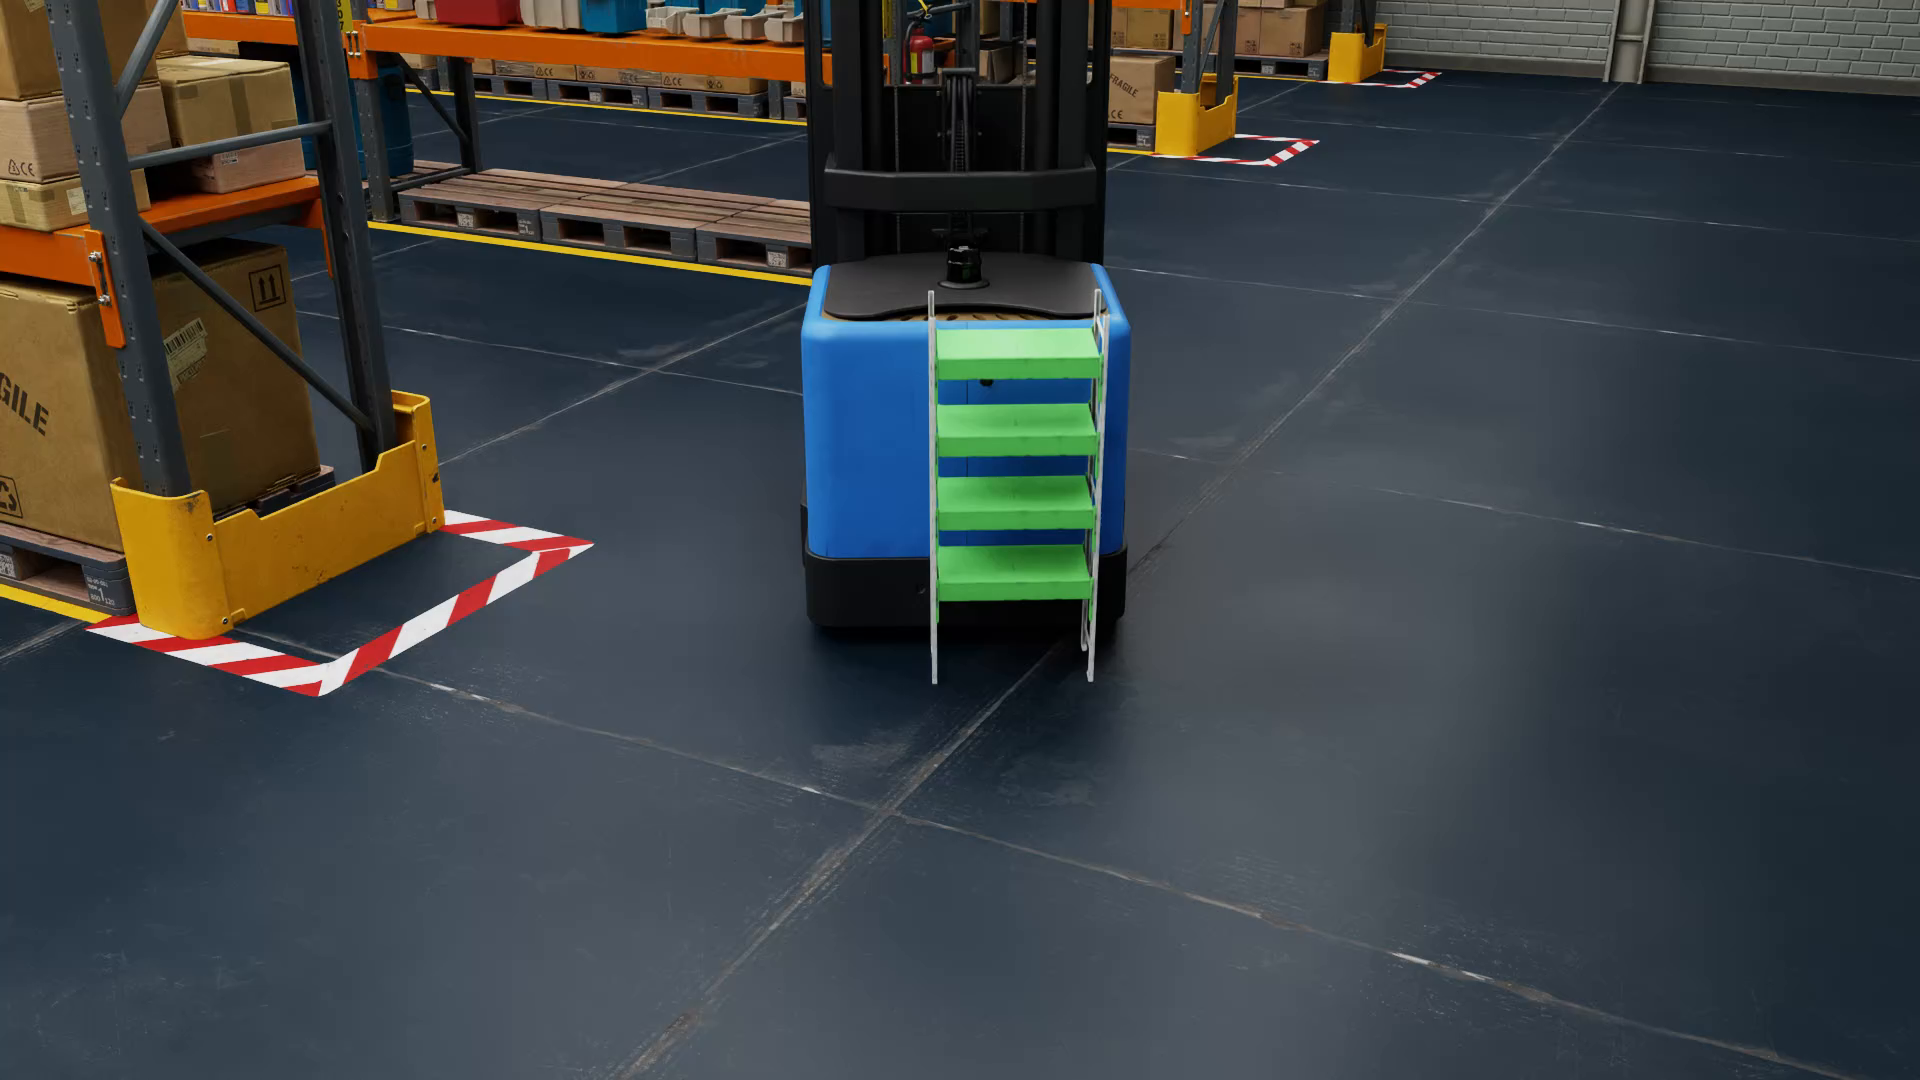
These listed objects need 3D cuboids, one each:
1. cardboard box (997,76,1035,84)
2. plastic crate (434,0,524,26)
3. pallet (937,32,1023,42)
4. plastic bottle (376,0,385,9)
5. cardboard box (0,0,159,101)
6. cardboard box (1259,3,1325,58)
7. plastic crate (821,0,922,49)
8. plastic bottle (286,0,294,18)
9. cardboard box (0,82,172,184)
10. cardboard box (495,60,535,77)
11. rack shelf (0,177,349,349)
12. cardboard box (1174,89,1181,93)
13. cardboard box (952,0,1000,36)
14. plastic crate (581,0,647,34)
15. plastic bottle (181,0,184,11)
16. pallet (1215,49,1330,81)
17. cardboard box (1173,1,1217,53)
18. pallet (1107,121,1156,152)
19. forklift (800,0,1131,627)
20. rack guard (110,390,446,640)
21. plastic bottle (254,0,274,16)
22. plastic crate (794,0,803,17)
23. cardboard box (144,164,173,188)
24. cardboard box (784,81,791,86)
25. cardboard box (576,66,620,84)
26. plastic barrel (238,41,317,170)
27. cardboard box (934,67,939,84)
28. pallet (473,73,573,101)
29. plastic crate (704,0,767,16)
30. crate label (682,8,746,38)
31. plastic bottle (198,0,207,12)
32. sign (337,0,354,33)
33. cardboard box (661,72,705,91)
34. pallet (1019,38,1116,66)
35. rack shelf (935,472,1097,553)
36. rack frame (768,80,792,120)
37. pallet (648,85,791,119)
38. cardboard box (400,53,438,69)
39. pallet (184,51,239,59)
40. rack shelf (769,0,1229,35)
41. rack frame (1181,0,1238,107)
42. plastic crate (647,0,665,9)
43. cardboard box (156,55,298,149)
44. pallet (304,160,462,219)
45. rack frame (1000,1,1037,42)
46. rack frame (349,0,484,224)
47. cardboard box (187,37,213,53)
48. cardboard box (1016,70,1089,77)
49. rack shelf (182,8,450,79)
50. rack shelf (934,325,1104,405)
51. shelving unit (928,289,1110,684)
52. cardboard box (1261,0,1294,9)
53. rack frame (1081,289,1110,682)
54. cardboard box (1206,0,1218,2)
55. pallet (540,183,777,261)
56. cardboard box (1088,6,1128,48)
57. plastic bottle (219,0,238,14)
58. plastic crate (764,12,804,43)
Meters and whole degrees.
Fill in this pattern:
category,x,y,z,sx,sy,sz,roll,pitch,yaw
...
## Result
category,x,y,z,sx,sy,sz,roll,pitch,yaw
cardboard box,0.649,-3.864,14.454,0.500,0.250,0.500,11,25,25
plastic crate,-3.045,-3.528,10.553,0.583,0.464,0.402,11,25,25
pallet,0.019,-6.002,20.095,1.213,0.211,1.003,11,25,25
plastic bottle,-4.093,-3.876,11.784,0.097,0.201,0.097,0,23,0
cardboard box,-2.947,-1.687,5.237,0.500,0.500,0.500,12,26,25
cardboard box,3.641,-5.601,18.245,0.500,0.500,0.700,11,25,25
plastic crate,-0.542,-3.047,9.461,0.499,0.435,0.616,11,25,25
plastic bottle,-4.453,-3.644,11.134,0.133,0.283,0.061,11,25,25
cardboard box,-2.946,-1.340,5.380,0.500,0.250,0.500,11,25,24
cardboard box,-4.313,-4.933,16.648,0.500,0.500,0.500,10,25,23
rack shelf,-4.178,-1.302,6.397,4.000,0.370,1.077,11,25,25
cardboard box,1.861,-3.823,14.488,0.250,0.149,0.380,11,25,25
cardboard box,0.103,-6.449,19.792,0.750,0.750,0.750,12,26,25
plastic crate,-2.107,-3.233,10.157,0.300,0.233,0.416,11,25,25
plastic bottle,-5.445,-3.810,11.630,0.097,0.201,0.097,0,23,0
pallet,3.562,-5.300,18.443,1.213,0.211,1.003,11,25,25
cardboard box,2.746,-5.778,18.661,0.500,0.500,0.700,10,25,23
pallet,1.300,-3.609,14.467,1.213,0.211,1.003,11,25,25
forklift,-0.016,-1.595,6.256,1.130,2.935,3.031,-1,23,-1
rack guard,-2.372,-0.125,5.905,0.348,0.500,1.175,11,25,25
plastic bottle,-4.696,-3.741,11.277,0.185,0.351,0.144,11,25,25
plastic crate,-0.818,-3.235,10.161,0.300,0.233,0.416,11,25,25
cardboard box,-2.791,-1.387,5.999,0.250,0.149,0.380,11,25,24
cardboard box,-1.812,-4.668,16.025,0.500,0.500,0.500,10,25,22
cardboard box,-3.399,-4.752,16.223,0.500,0.500,0.500,10,25,23
plastic barrel,-4.838,-3.170,12.017,0.708,0.901,0.600,11,25,25
cardboard box,-0.184,-4.276,15.346,0.500,0.311,0.500,11,25,25
pallet,-4.411,-4.723,17.086,1.213,0.211,1.003,11,25,25
plastic crate,-1.406,-3.351,10.434,0.300,0.233,0.416,11,25,25
crate label,-1.480,-3.093,9.951,0.243,0.136,0.396,11,25,25
plastic bottle,-5.238,-3.769,11.534,0.097,0.201,0.097,0,23,0
sign,-2.138,-1.907,5.694,0.005,0.325,0.100,11,25,25
cardboard box,-2.497,-4.574,15.806,0.500,0.500,0.500,11,26,25
pallet,1.385,-5.731,19.456,1.213,0.211,1.003,11,25,25
rack shelf,0.162,-0.085,5.058,0.480,0.148,0.258,-1,27,-2
rack frame,-1.490,-5.445,15.221,0.127,3.000,1.000,11,25,25
pallet,-2.233,-4.292,16.073,1.213,0.211,1.003,11,25,25
cardboard box,-5.639,-5.087,17.356,0.500,0.250,0.500,12,26,26
pallet,-7.954,-5.458,18.814,1.213,0.211,1.003,11,25,25
rack shelf,0.295,-4.761,14.531,4.000,0.370,1.077,11,25,25
rack frame,2.080,-4.739,13.560,0.127,3.000,1.000,11,25,25
plastic crate,-2.039,-3.419,10.718,0.466,0.136,0.293,11,25,25
cardboard box,-2.700,-1.526,5.818,0.500,0.250,0.500,10,25,23
pallet,-4.398,-2.583,12.055,1.213,0.211,1.003,11,25,25
rack frame,0.742,-7.176,19.290,0.127,3.000,1.000,11,25,25
rack frame,-3.728,-3.716,11.154,0.127,3.000,1.000,11,25,25
cardboard box,-8.381,-5.628,18.627,0.500,0.250,0.500,11,25,23
cardboard box,0.830,-4.047,14.886,0.500,0.250,0.500,11,25,25
rack shelf,-5.513,-3.738,12.126,4.000,0.370,1.077,11,25,25
rack shelf,0.163,-0.512,4.839,0.480,0.148,0.258,-1,27,-2
shelving unit,0.162,-0.142,5.029,0.503,1.200,0.258,-1,27,-2
cardboard box,3.445,-5.859,18.022,0.250,0.149,0.380,11,25,24
rack frame,0.406,-0.145,5.036,0.015,1.200,0.240,-1,27,-2
cardboard box,2.940,-6.126,18.650,0.250,0.149,0.380,12,26,25
pallet,-1.962,-2.101,10.921,1.213,0.211,1.003,11,25,25
cardboard box,1.810,-5.961,19.091,0.500,0.500,0.700,11,25,24
plastic bottle,-5.002,-3.769,11.438,0.135,0.276,0.152,11,25,25
plastic crate,-0.968,-2.996,9.723,0.243,0.136,0.396,11,25,25
